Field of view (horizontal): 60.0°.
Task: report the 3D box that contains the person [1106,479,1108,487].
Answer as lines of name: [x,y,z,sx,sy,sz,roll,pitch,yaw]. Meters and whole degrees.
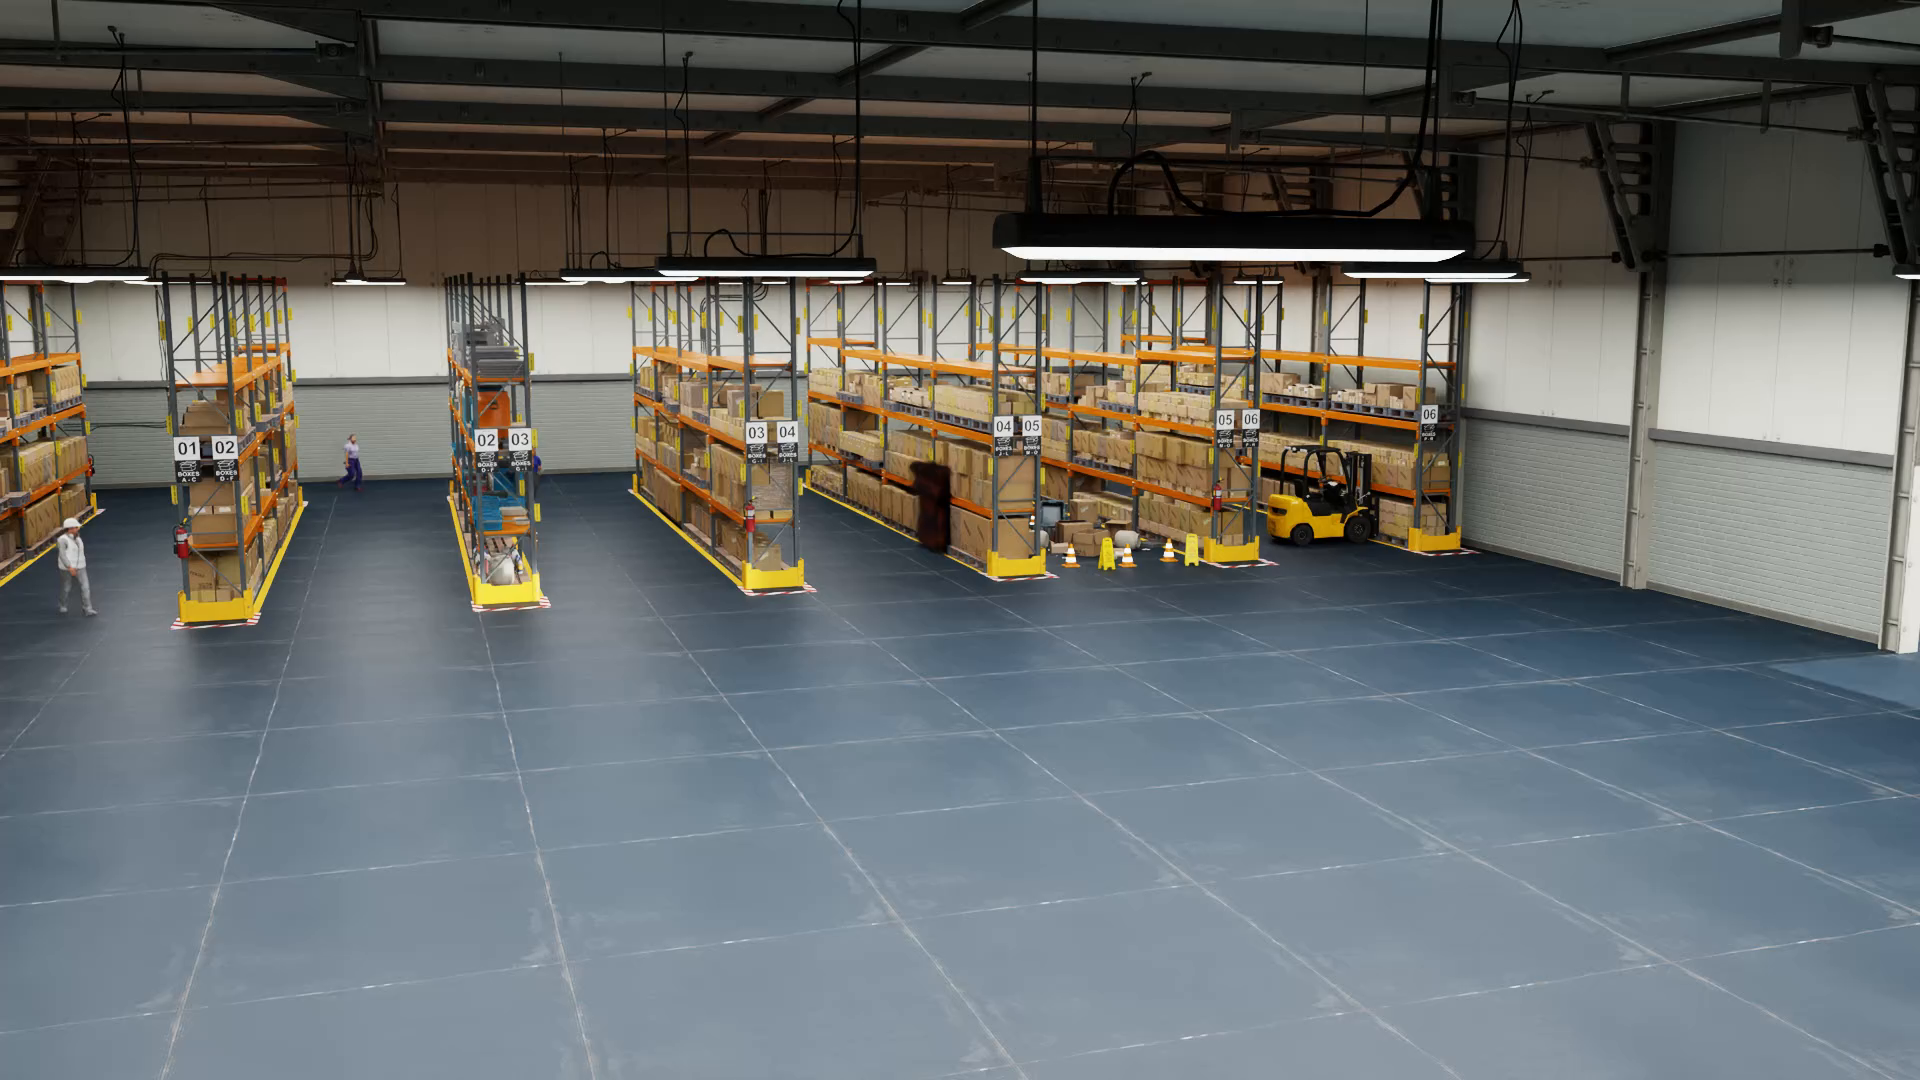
person: [4.003,-2.387,48.074,0.633,1.758,0.595,-3,9,-20]

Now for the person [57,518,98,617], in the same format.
person: [-15.547,0.483,29.139,1.027,1.733,0.482,7,11,39]

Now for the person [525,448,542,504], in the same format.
person: [-11.141,-1.613,43.170,0.627,1.602,1.000,-3,9,-18]

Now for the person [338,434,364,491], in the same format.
person: [-17.276,-2.195,47.149,0.664,1.620,0.545,2,9,13]
